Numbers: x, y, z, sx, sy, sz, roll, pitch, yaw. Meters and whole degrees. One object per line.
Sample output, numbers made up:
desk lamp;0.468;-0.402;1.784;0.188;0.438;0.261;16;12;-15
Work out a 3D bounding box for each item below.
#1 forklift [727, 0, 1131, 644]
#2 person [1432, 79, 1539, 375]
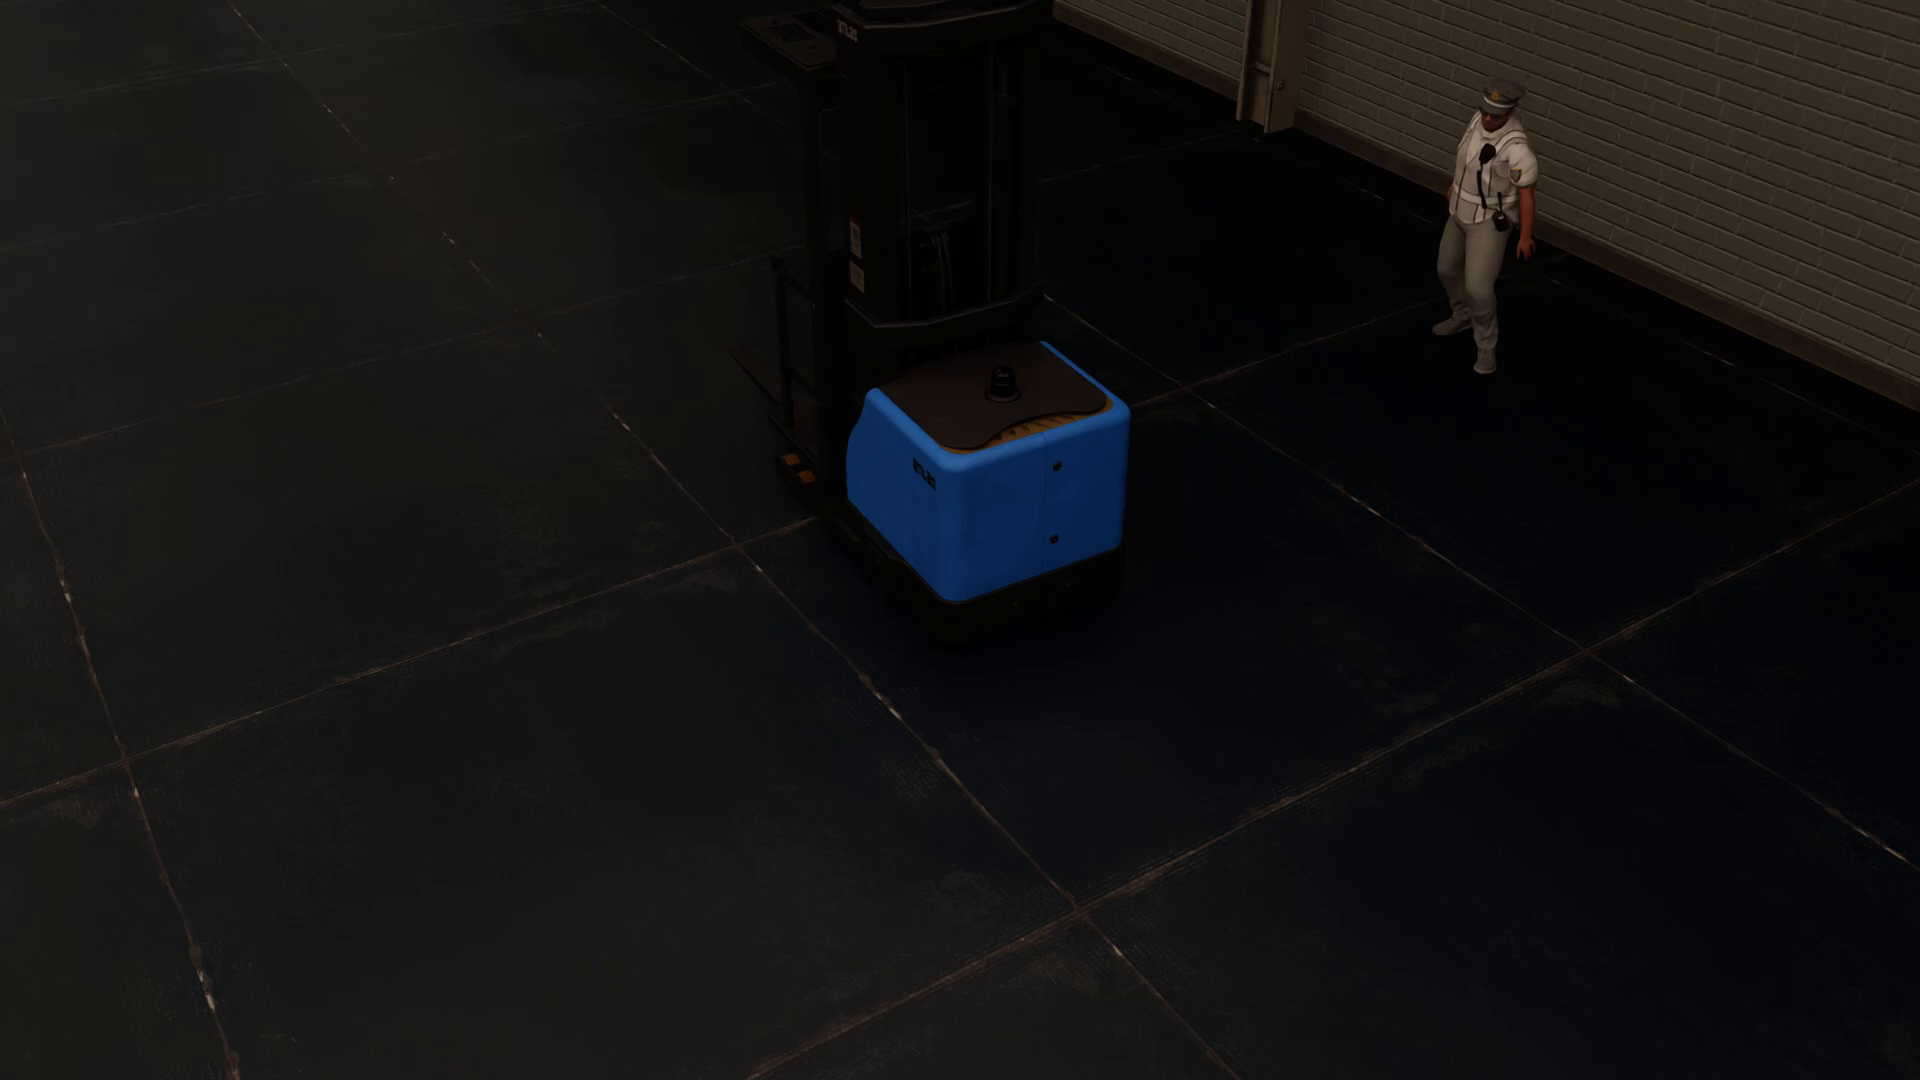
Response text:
forklift;-0.358;-1.531;8.326;1.130;2.935;3.031;-18;39;-24
person;3.153;-1.938;9.994;0.437;1.721;0.889;-11;37;-15
